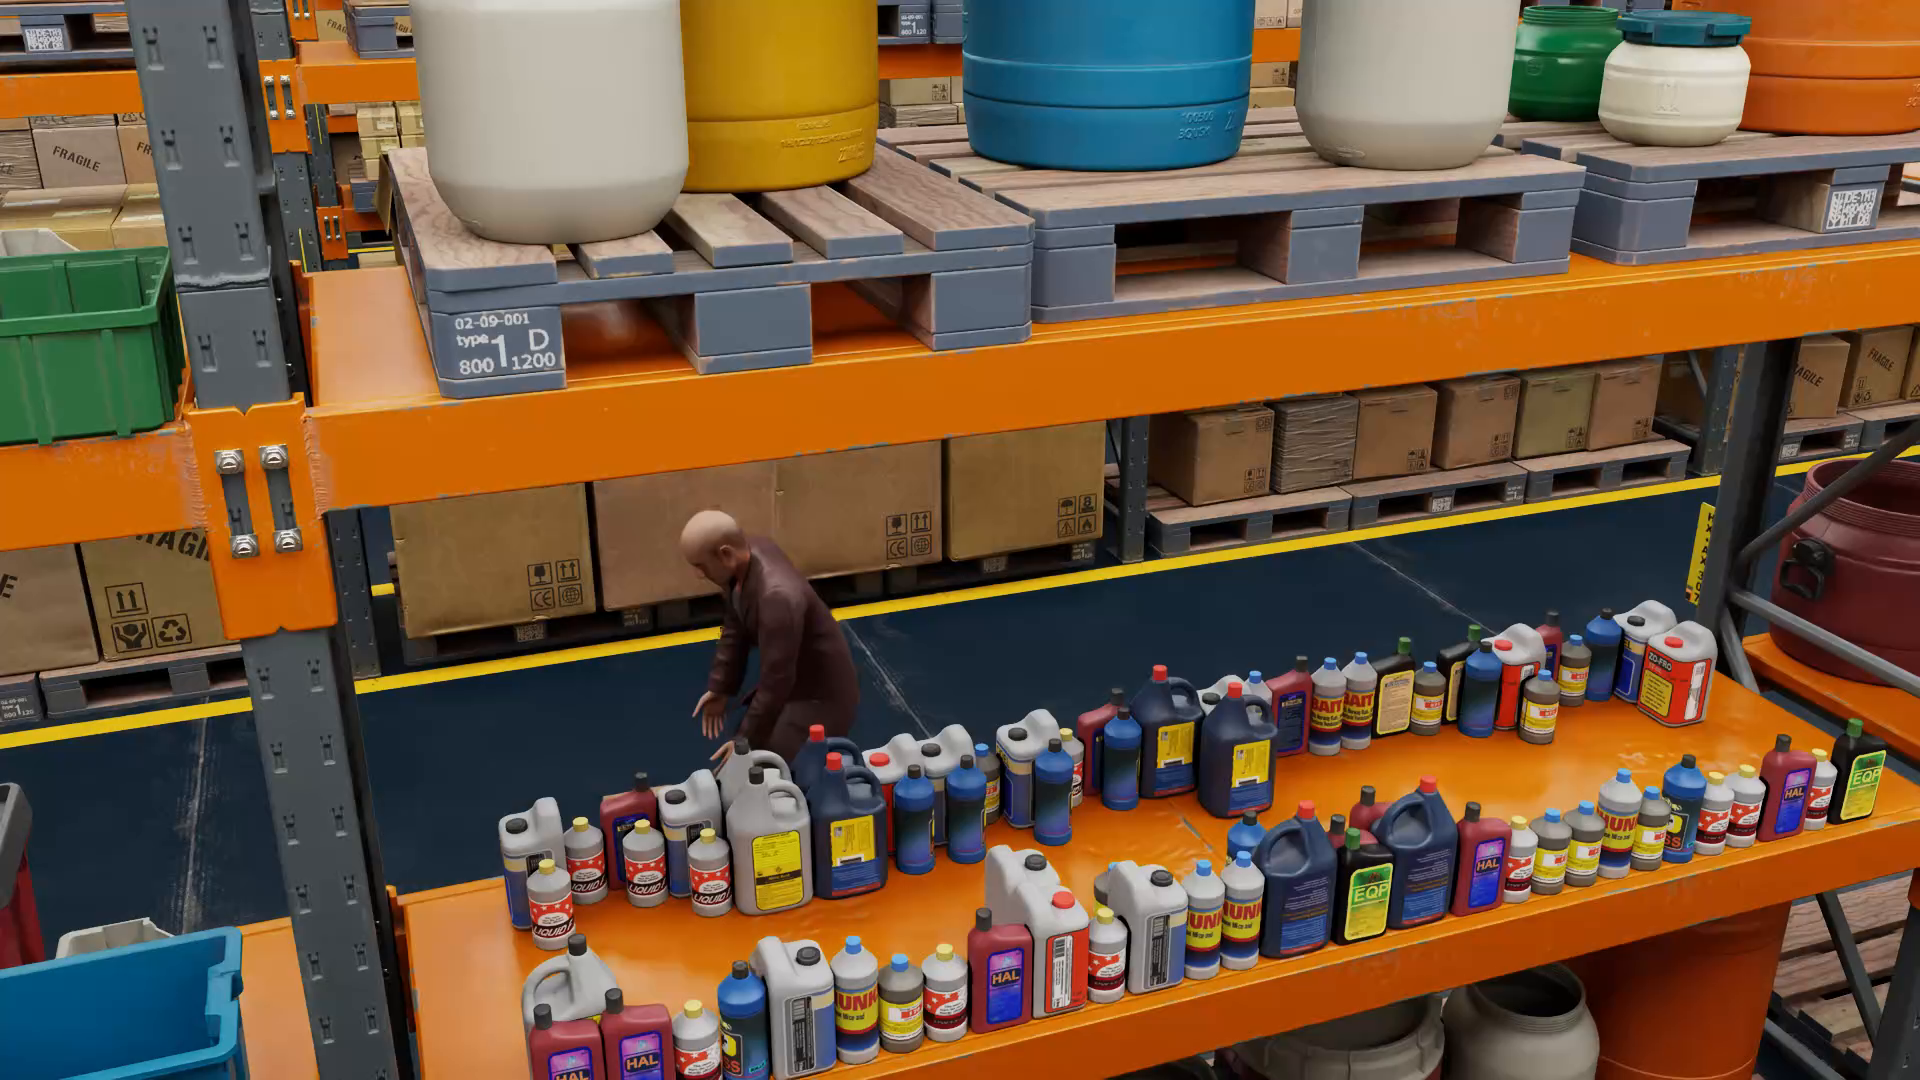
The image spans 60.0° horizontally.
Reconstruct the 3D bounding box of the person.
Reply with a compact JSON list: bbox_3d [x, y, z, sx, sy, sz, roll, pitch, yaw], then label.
[{"bbox_3d":[-0.653,0.658,5.967,0.612,1.431,0.625,-8,24,-19],"label":"person"}]
